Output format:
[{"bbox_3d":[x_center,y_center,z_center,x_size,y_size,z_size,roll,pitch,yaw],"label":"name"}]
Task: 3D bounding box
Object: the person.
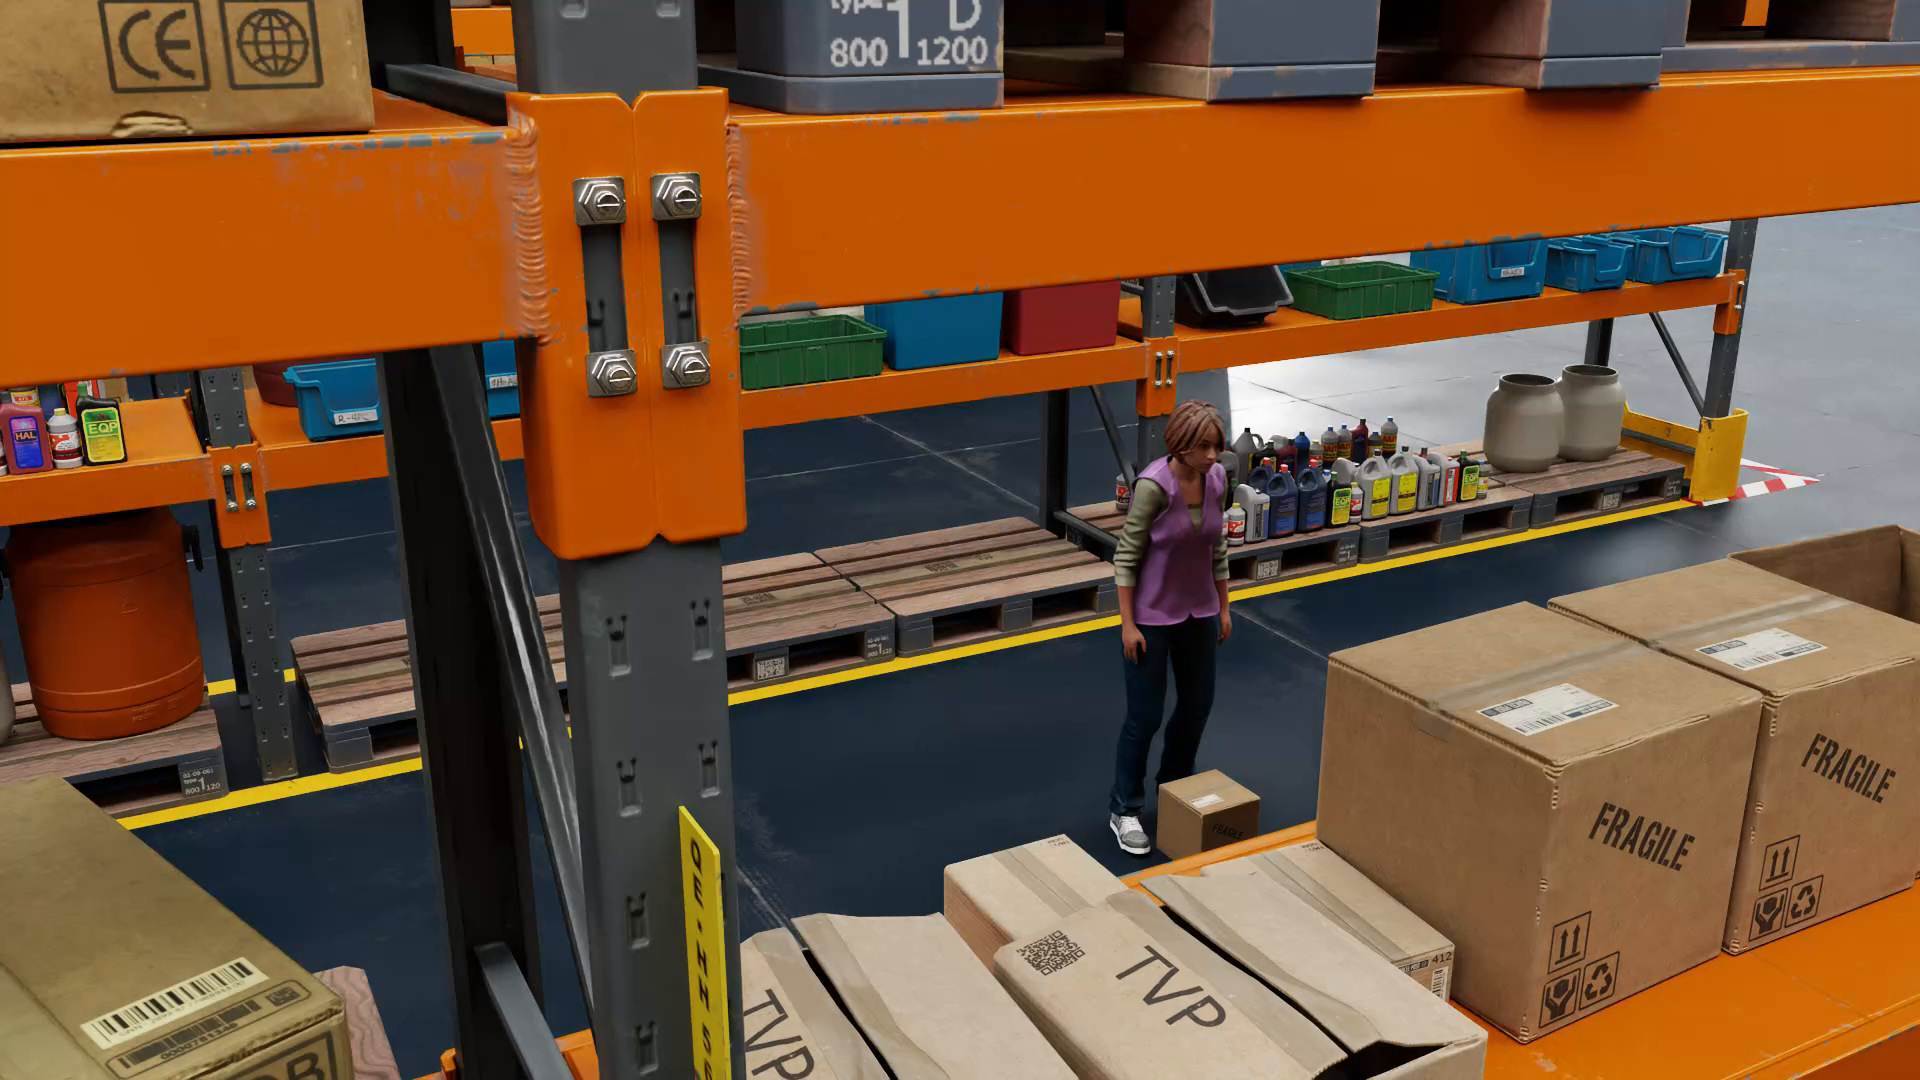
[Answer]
[{"bbox_3d":[0.736,0.281,5.749,0.464,1.593,0.347,-10,21,-27],"label":"person"}]
